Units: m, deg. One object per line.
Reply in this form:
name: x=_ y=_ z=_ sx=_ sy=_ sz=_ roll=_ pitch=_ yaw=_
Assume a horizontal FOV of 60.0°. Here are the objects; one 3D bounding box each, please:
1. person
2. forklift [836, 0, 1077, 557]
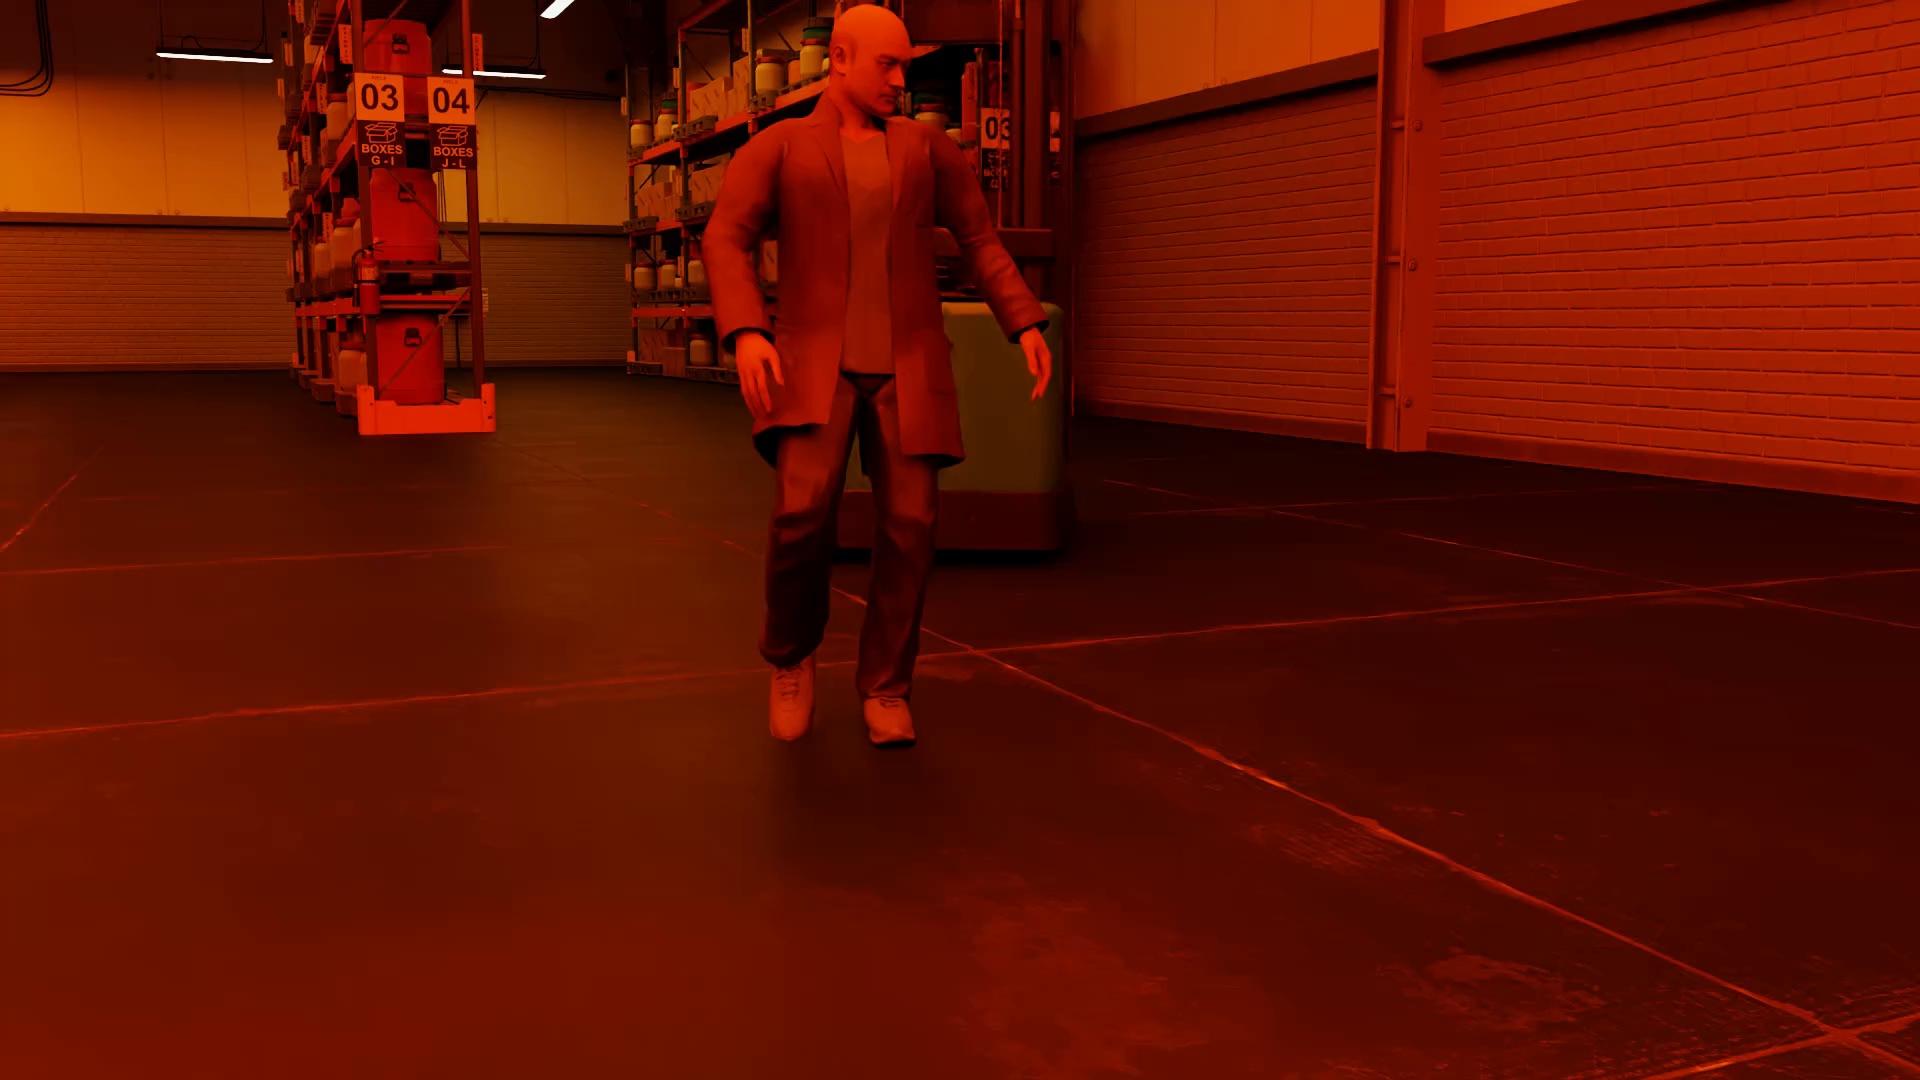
person: x=-0.190 y=-0.390 z=4.017 sx=0.850 sy=1.766 sz=0.498 roll=-1 pitch=8 yaw=-11
forklift: x=0.011 y=-1.540 z=8.122 sx=1.130 sy=2.935 sz=3.031 roll=1 pitch=8 yaw=4
